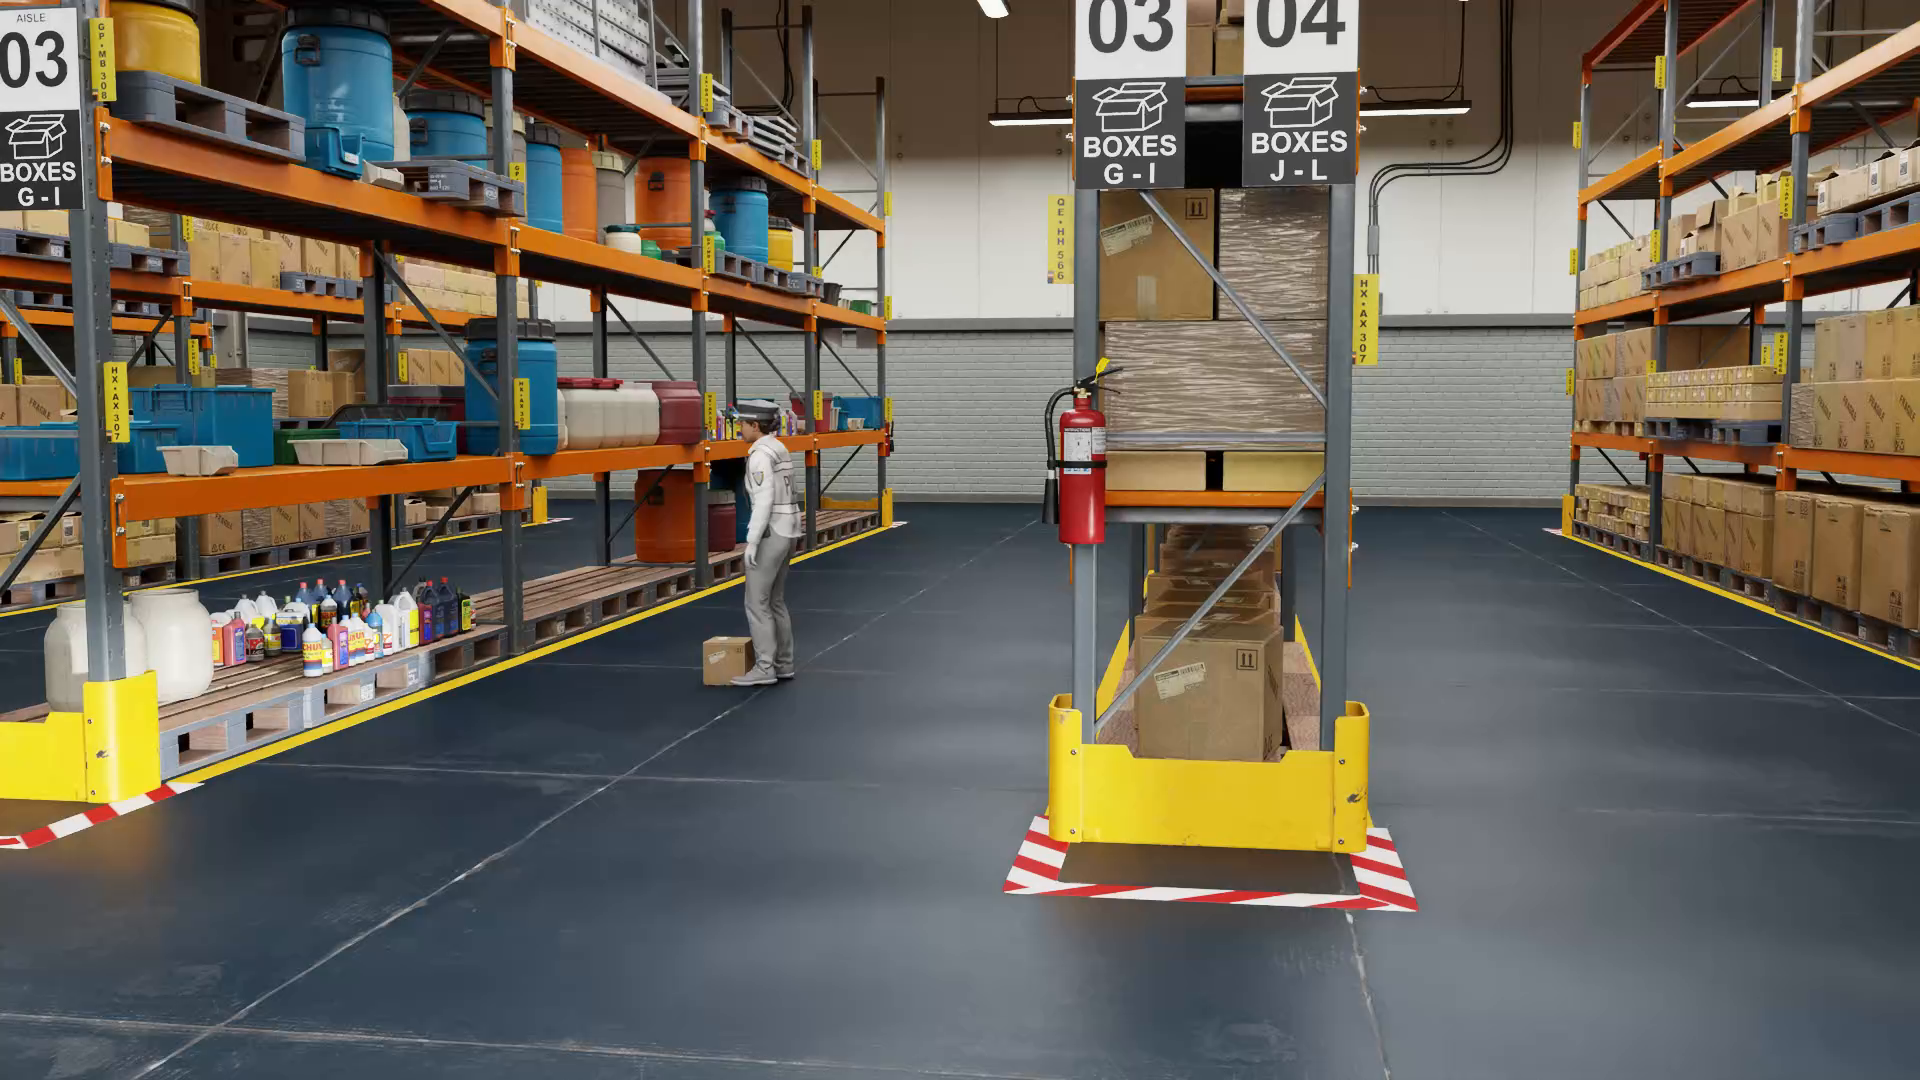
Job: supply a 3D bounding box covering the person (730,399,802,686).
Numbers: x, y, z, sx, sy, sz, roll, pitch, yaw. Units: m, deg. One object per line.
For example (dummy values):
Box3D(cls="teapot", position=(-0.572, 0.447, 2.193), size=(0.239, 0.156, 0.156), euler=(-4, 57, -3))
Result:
Box3D(cls="person", position=(-1.139, 0.011, 9.736), size=(0.402, 1.664, 0.529), euler=(1, 5, 9))
